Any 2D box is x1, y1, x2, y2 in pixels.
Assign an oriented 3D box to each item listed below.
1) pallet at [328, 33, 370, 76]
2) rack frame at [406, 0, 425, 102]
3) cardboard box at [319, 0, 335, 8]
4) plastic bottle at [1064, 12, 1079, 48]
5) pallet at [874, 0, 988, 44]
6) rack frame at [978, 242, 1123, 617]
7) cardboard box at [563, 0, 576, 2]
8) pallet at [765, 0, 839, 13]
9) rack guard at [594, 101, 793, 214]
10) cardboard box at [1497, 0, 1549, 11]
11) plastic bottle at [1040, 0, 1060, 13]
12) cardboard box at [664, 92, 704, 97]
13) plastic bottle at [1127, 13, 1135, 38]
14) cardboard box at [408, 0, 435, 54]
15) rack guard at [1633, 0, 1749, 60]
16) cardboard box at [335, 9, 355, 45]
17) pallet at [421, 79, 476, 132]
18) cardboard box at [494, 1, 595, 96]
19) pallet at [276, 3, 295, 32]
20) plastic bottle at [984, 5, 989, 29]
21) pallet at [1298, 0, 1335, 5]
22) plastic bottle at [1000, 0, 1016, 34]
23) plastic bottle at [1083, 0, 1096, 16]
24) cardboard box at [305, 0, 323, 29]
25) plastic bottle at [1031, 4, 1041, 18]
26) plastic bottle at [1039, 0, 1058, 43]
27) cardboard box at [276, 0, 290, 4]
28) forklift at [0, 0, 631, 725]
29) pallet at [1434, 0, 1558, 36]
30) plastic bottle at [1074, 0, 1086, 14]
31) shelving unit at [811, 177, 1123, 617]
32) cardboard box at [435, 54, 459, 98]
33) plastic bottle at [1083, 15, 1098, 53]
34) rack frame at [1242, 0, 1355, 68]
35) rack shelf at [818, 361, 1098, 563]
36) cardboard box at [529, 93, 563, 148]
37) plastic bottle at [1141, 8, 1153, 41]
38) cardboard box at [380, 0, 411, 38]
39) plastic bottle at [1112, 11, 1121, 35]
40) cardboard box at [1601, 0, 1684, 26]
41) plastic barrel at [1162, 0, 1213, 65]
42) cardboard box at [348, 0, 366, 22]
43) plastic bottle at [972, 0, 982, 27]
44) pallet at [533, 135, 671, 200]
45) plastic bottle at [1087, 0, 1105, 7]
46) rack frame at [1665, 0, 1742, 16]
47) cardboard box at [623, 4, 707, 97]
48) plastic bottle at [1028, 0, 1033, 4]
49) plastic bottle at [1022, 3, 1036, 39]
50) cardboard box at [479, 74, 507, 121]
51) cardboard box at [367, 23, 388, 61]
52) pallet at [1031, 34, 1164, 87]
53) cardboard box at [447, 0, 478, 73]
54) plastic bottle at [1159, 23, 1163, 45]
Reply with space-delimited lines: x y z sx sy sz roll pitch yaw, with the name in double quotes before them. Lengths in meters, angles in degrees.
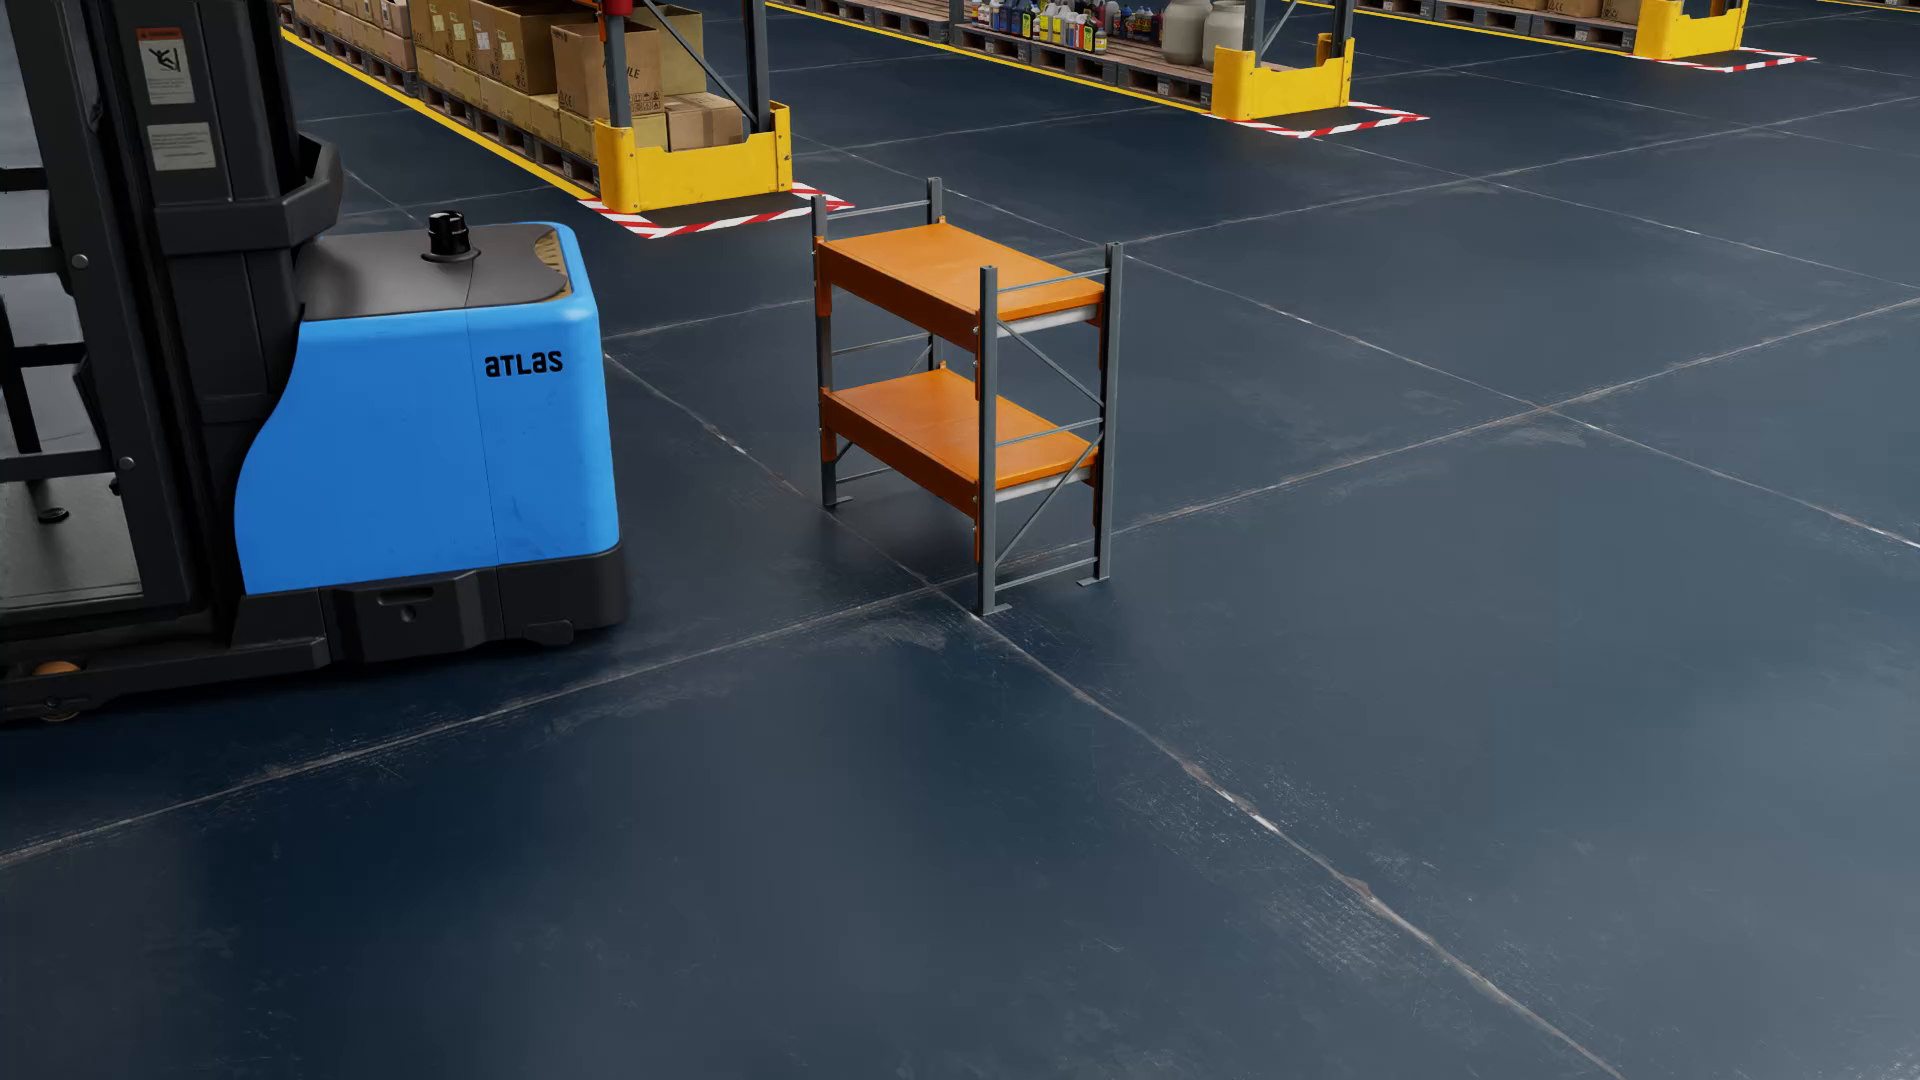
"pallet" -4.908 -4.344 14.704 1.003 0.211 1.213 -16 29 -30
"rack frame" -3.803 -4.913 12.644 1.000 3.000 0.127 -16 29 -30
"cardboard box" -5.377 -4.920 14.729 0.500 0.311 0.500 -16 30 -31
"plastic bottle" 0.972 -4.304 14.028 0.152 0.276 0.135 -16 30 -31
"pallet" -0.112 -5.077 16.258 1.003 0.211 1.213 -16 29 -30
"rack frame" 0.274 -0.329 5.130 0.500 1.125 0.032 -16 29 -30
"cardboard box" -2.543 -3.549 11.605 0.500 0.500 0.500 -16 29 -30
"pallet" -1.444 -5.950 18.107 1.003 0.211 1.213 -16 29 -30
"rack guard" -1.606 -2.344 10.129 1.175 0.500 0.348 -16 29 -30
"cardboard box" 5.675 -5.511 16.346 0.500 0.500 0.500 -13 28 -25
"plastic bottle" 0.821 -4.871 15.141 0.144 0.351 0.185 -16 29 -30
"cardboard box" -2.002 -2.851 11.004 0.500 0.250 0.500 -16 29 -30
"plastic bottle" 1.508 -4.484 14.498 0.097 0.201 0.097 0 25 0
"cardboard box" -3.812 -3.960 12.476 0.500 0.500 0.500 -16 29 -30
"rack guard" 6.641 -4.687 15.092 1.175 0.500 0.348 -16 29 -30
"cardboard box" -5.103 -4.487 14.470 0.500 0.250 0.500 -15 29 -29
"pallet" -3.404 -3.358 12.616 1.003 0.211 1.213 -16 29 -30
"cardboard box" -2.720 -3.245 10.961 0.500 0.500 0.500 -16 29 -30
"pallet" -6.363 -5.359 16.855 1.003 0.211 1.213 -16 29 -30
"plastic bottle" 0.267 -4.711 14.978 0.097 0.201 0.097 0 25 0
"pallet" 4.073 -6.238 18.716 1.003 0.211 1.213 -16 29 -30
"plastic bottle" 0.442 -4.682 14.742 0.144 0.351 0.185 -15 29 -28
"plastic bottle" 1.151 -4.657 14.767 0.061 0.283 0.133 -16 29 -30
"cardboard box" -5.672 -4.855 15.250 0.500 0.250 0.500 -16 30 -31
"plastic bottle" 0.657 -4.535 14.523 0.097 0.271 0.097 0 25 0
"plastic bottle" 0.777 -4.462 14.277 0.144 0.351 0.185 -16 30 -30
"cardboard box" -6.694 -5.692 16.707 0.500 0.500 0.500 -14 29 -28
"forklift" -2.590 -1.044 4.528 3.031 2.935 1.130 -7 26 -14
"pallet" 5.565 -5.291 16.710 1.003 0.211 1.213 -16 29 -30
"plastic bottle" 1.047 -4.836 15.067 0.144 0.351 0.185 -17 30 -32
"shelving unit" -0.004 -0.511 5.515 0.538 1.125 1.048 -16 29 -30
"cardboard box" -3.535 -3.443 12.259 0.500 0.250 0.500 -16 29 -30
"plastic bottle" 1.084 -4.199 13.797 0.061 0.283 0.133 -15 29 -28
"rack frame" 2.533 -4.636 12.056 1.000 3.000 0.127 -16 29 -30
"rack shelf" -0.004 -0.290 5.619 0.538 0.278 1.000 -16 29 -30
"cardboard box" -2.443 -2.728 10.744 0.500 0.250 0.500 -16 29 -30
"plastic bottle" 1.617 -4.445 14.332 0.097 0.271 0.097 0 25 0
"cardboard box" -4.264 -4.191 13.187 0.500 0.311 0.500 -16 29 -30
"plastic bottle" 1.396 -4.558 14.653 0.097 0.201 0.097 0 25 0
"cardboard box" 6.356 -5.077 15.426 0.500 0.500 0.500 -10 27 -20
"plastic barrel" 1.836 -4.097 13.338 0.421 0.512 0.421 0 25 0
"cardboard box" -4.824 -4.555 13.958 0.500 0.311 0.500 -16 29 -30
"plastic bottle" 0.156 -4.815 15.117 0.097 0.271 0.097 0 25 0
"pallet" -2.072 -2.485 10.768 1.003 0.211 1.213 -16 29 -30
"plastic bottle" 1.223 -4.720 14.823 0.144 0.351 0.185 -16 29 -30
"rack frame" 6.682 -5.790 14.501 1.000 3.000 0.127 -16 29 -30
"cardboard box" -2.000 -3.190 10.845 0.500 0.500 0.500 -16 29 -30
"plastic bottle" 0.563 -4.716 14.813 0.144 0.351 0.185 -16 29 -30
"plastic bottle" 0.600 -4.515 14.468 0.061 0.283 0.133 -14 29 -27
"cardboard box" -2.989 -3.086 11.502 0.500 0.250 0.500 -16 29 -30
"cardboard box" -4.547 -4.122 13.697 0.500 0.250 0.500 -16 30 -30
"pallet" 1.351 -4.119 14.227 1.003 0.211 1.213 -16 29 -30
"cardboard box" -3.266 -3.602 11.718 0.500 0.500 0.500 -16 29 -30
"plastic bottle" 1.747 -4.327 14.165 0.097 0.201 0.097 0 25 0
